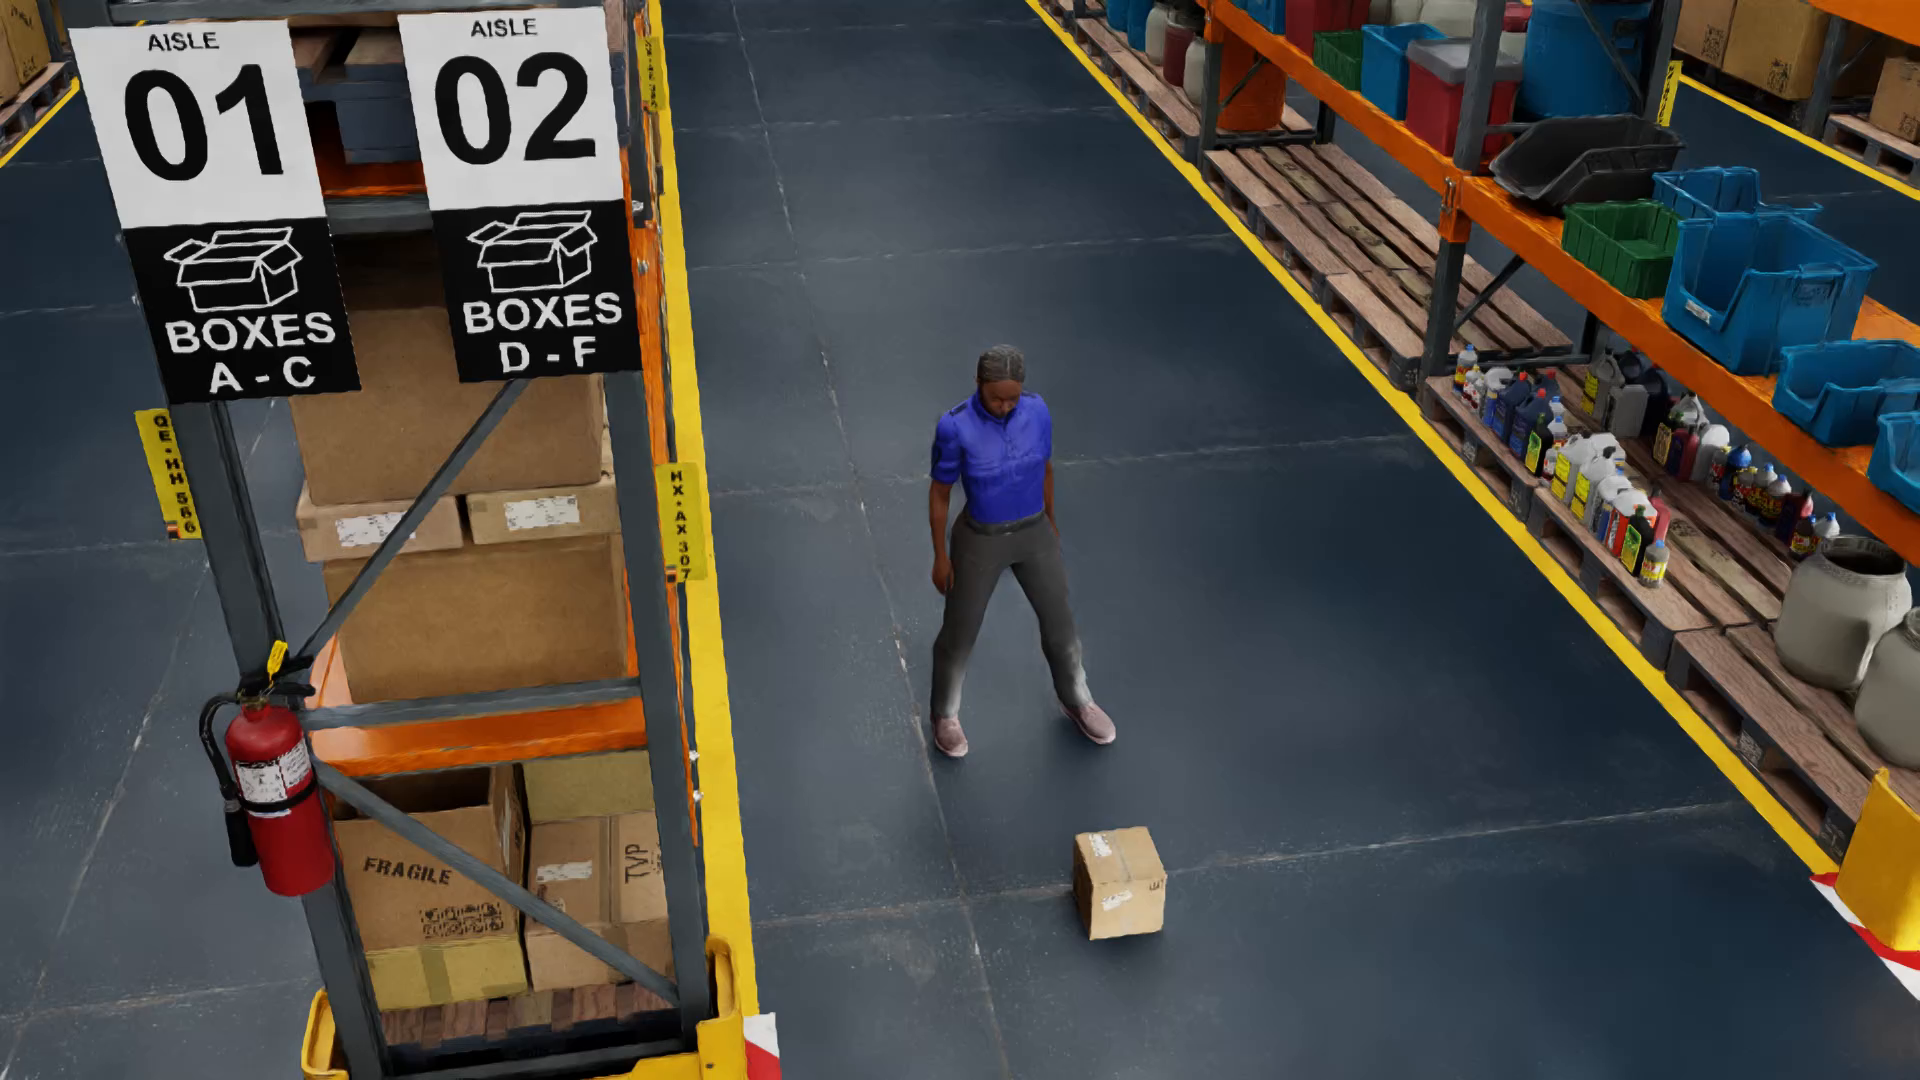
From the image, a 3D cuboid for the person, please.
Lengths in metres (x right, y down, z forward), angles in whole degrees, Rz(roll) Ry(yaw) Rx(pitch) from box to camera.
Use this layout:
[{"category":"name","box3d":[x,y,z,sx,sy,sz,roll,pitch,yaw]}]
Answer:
[{"category":"person","box3d":[0.231,0.041,6.044,0.673,1.646,0.439,-11,33,-18]}]
